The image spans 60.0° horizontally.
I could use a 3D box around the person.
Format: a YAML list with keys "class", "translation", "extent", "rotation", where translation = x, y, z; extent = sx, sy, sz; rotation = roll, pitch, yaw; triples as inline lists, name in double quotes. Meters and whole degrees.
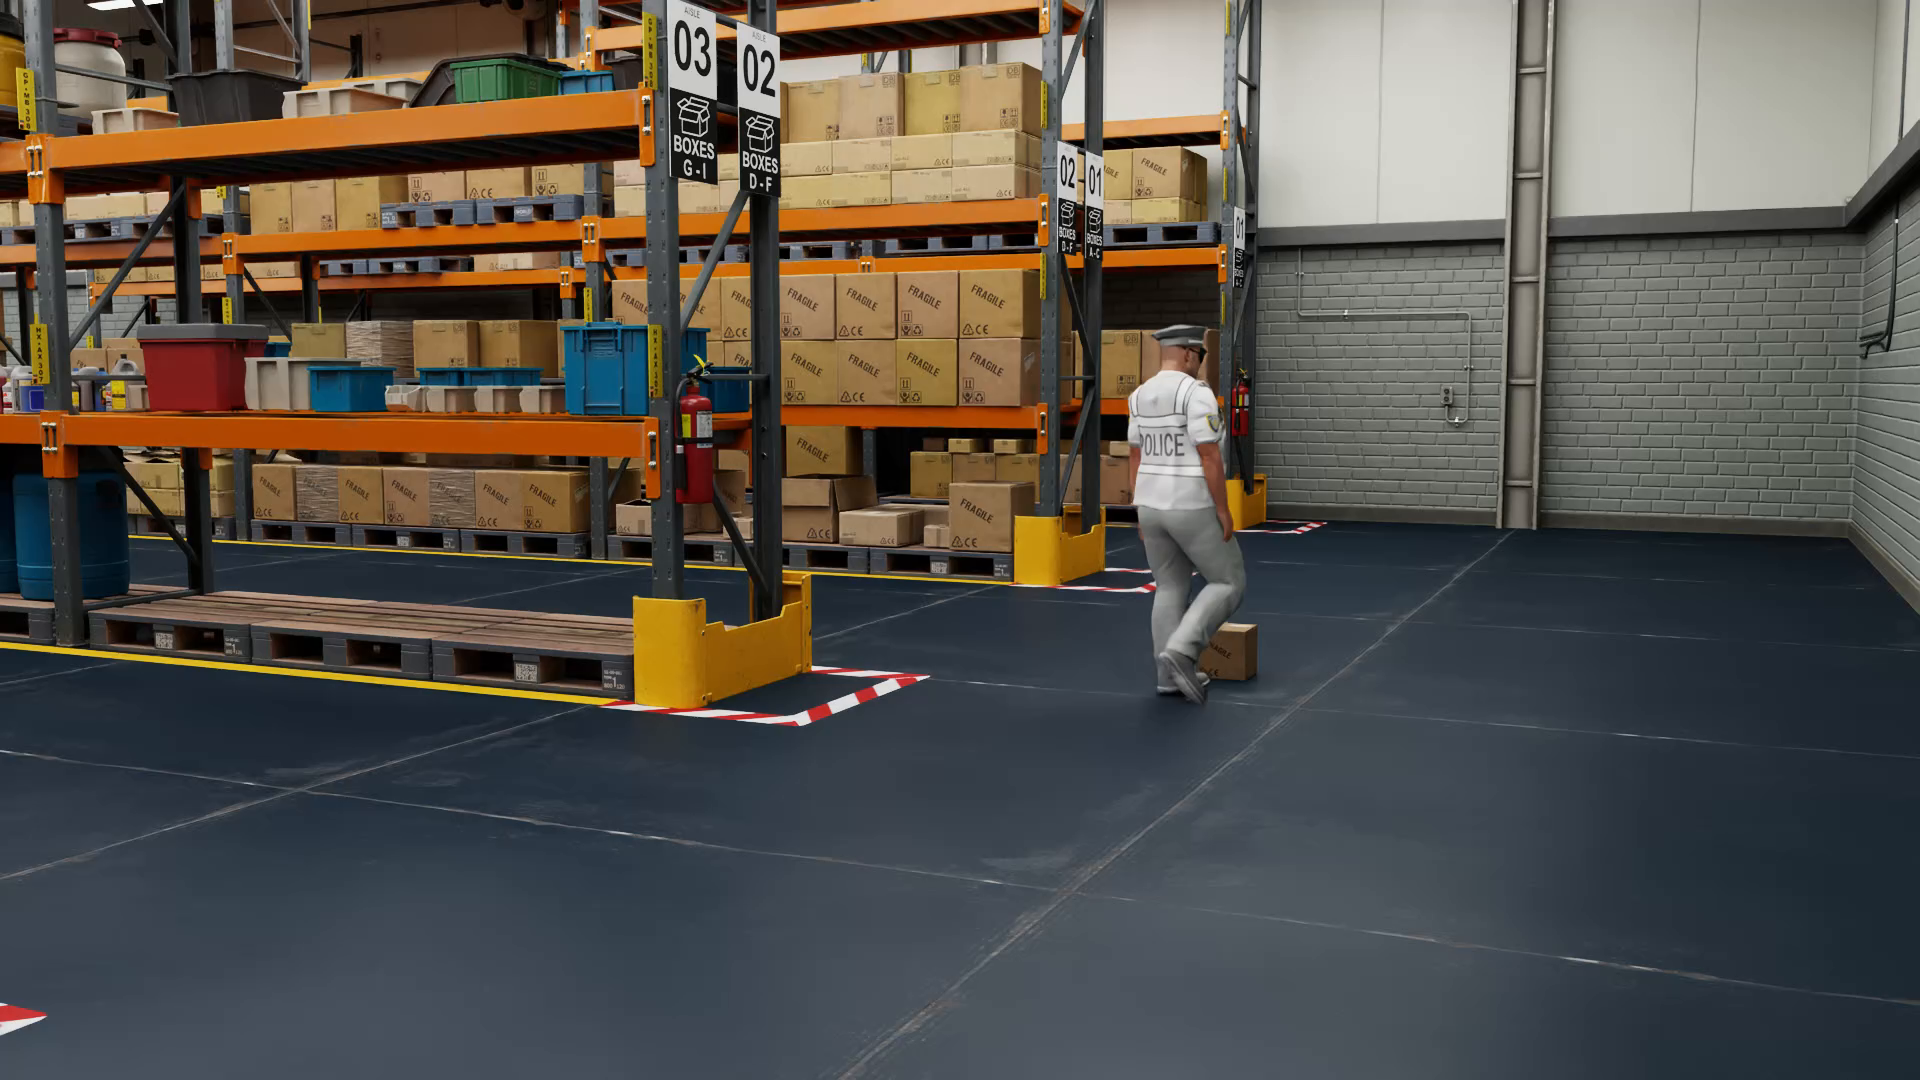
- class: "person"
  translation: [1.037, -0.128, 7.815]
  extent: [0.520, 1.760, 0.557]
  rotation: [-4, 7, -38]
